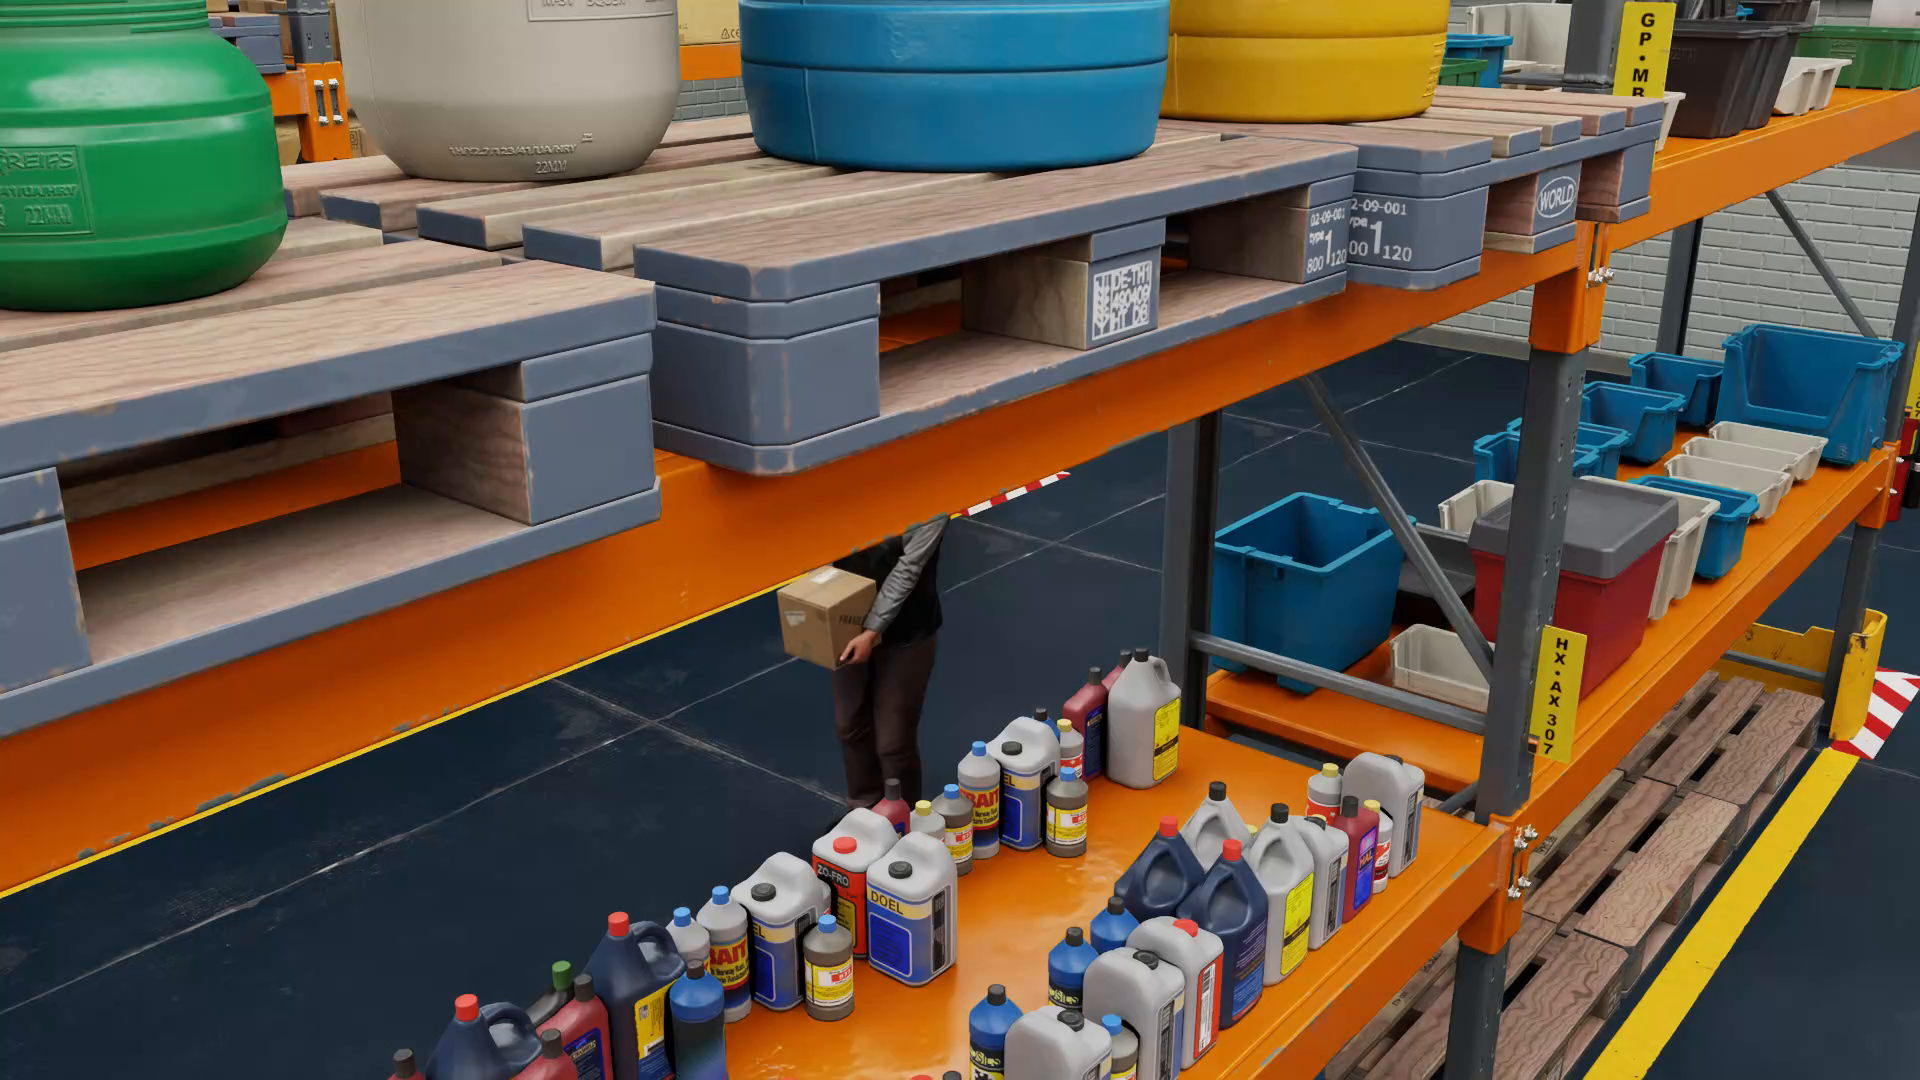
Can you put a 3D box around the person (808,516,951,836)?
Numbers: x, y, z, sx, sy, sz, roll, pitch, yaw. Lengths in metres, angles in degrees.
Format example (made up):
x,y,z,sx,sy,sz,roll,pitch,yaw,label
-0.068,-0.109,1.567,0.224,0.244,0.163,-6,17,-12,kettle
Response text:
x,y,z,sx,sy,sz,roll,pitch,yaw,label
-0.326,0.382,6.076,0.494,1.711,0.551,16,26,37,person
